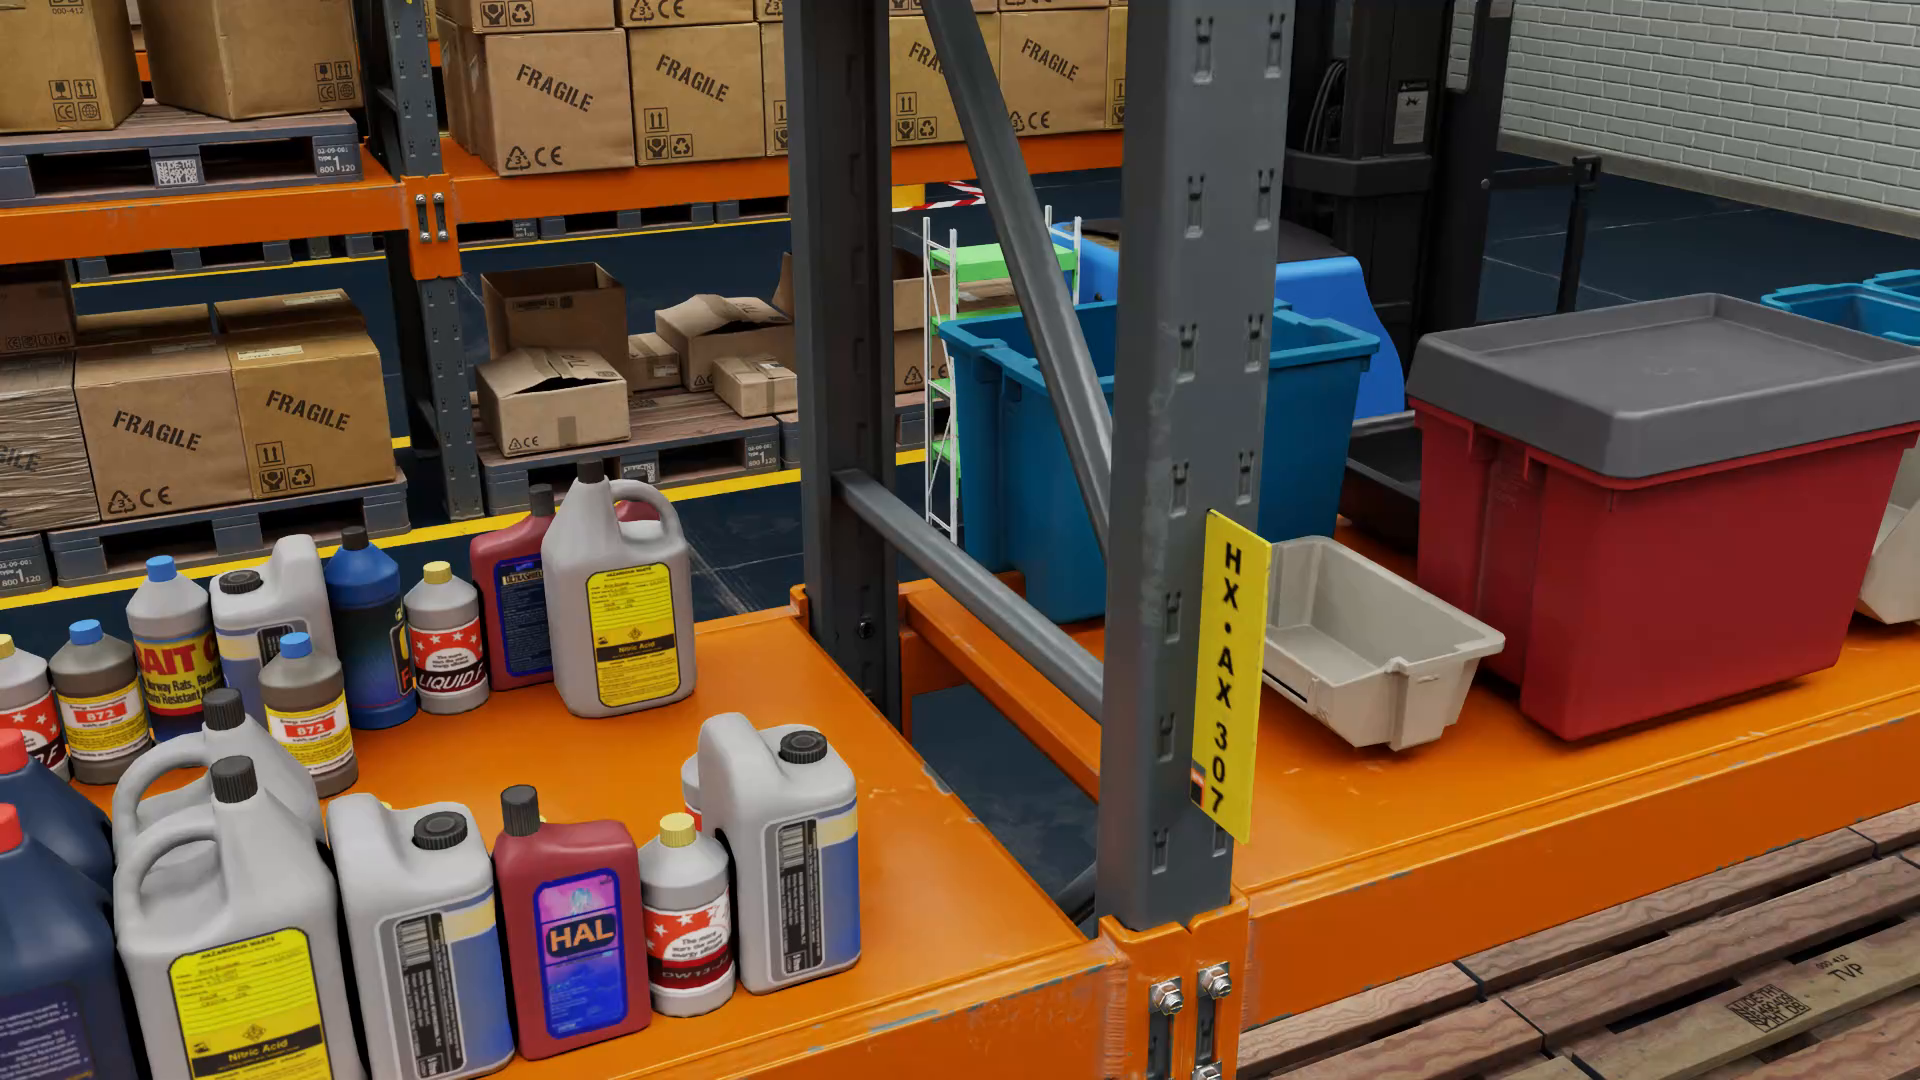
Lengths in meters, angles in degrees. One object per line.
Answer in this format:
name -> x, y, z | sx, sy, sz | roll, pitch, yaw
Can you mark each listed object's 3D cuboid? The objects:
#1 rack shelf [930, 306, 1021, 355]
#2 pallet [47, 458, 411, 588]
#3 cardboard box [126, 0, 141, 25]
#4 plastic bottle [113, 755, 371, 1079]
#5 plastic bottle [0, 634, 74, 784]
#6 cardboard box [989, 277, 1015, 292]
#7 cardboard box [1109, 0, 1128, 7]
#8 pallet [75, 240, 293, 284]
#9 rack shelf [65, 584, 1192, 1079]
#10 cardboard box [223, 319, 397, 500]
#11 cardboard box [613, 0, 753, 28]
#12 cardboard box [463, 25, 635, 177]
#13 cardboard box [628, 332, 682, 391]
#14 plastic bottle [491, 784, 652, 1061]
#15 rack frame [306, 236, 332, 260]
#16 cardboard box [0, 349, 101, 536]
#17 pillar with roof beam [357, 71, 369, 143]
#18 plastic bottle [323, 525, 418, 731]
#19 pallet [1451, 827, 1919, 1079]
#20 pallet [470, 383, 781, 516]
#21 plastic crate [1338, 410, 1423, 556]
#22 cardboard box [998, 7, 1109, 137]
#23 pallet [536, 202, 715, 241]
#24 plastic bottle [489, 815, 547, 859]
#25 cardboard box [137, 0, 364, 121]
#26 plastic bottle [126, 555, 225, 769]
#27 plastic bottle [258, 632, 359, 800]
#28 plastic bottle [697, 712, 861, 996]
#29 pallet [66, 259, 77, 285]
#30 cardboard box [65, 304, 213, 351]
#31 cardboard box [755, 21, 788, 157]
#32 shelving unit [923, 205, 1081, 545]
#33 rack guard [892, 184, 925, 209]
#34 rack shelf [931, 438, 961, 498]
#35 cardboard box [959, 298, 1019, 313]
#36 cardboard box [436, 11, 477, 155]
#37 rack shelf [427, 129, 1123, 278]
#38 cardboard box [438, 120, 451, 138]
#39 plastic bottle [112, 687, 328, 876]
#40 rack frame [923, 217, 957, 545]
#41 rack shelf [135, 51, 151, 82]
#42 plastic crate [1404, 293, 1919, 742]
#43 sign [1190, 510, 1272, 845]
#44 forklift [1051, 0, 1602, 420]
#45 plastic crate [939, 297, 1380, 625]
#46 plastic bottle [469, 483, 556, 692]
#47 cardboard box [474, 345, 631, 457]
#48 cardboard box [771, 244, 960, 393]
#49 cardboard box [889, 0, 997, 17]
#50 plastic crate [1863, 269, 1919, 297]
rack shelf -> 0.149, -0.745, 6.019 | 0.480, 0.148, 0.258 | -10, 25, -24
pallet -> -2.835, -0.196, 6.448 | 1.213, 0.211, 1.003 | -10, 25, -24
cardboard box -> -5.032, -3.280, 9.707 | 0.500, 0.500, 0.500 | -10, 25, -23
plastic bottle -> -0.660, 0.363, 1.515 | 0.185, 0.351, 0.144 | -10, 25, -24
plastic bottle -> -1.177, 0.215, 2.068 | 0.097, 0.201, 0.097 | 0, 22, 0
cardboard box -> 0.423, -1.153, 8.135 | 0.500, 0.250, 0.500 | -10, 25, -24
cardboard box -> 0.749, -2.552, 7.054 | 0.500, 0.500, 0.500 | -10, 24, -22
pallet -> -4.932, -1.897, 10.556 | 1.213, 0.211, 1.003 | -10, 25, -24
rack shelf -> -1.775, 0.739, 1.483 | 4.000, 0.370, 1.077 | -10, 25, -24
cardboard box -> -2.438, -0.500, 6.230 | 0.500, 0.500, 0.500 | -11, 25, -24
cardboard box -> -1.107, -2.208, 6.223 | 0.500, 0.500, 0.500 | -11, 25, -25
cardboard box -> -1.541, -1.669, 6.230 | 0.500, 0.500, 0.500 | -10, 24, -22
cardboard box -> -1.416, -0.794, 7.398 | 0.250, 0.149, 0.380 | -10, 25, -24
plastic bottle -> -0.377, 0.360, 1.611 | 0.133, 0.283, 0.061 | -10, 25, -24
rack frame -> -4.270, -3.339, 10.395 | 0.127, 3.000, 1.000 | -10, 25, -24
cardboard box -> -3.340, -0.338, 5.838 | 0.500, 0.500, 0.500 | -10, 25, -23
pillar with roof beam -> -2.147, -5.042, 6.664 | 0.400, 9.000, 9.100 | -10, 25, -24
plastic bottle -> -0.793, 0.112, 2.226 | 0.097, 0.271, 0.097 | 0, 22, 0
pallet -> 1.773, 1.024, 3.499 | 1.213, 0.211, 1.003 | -10, 25, -24
pallet -> -1.499, -0.458, 7.080 | 1.213, 0.211, 1.003 | -10, 25, -24
plastic crate -> 0.919, -0.104, 2.860 | 0.590, 0.125, 0.437 | -10, 25, -24
cardboard box -> 0.283, -2.006, 7.043 | 0.500, 0.500, 0.500 | -10, 25, -23
pallet -> -2.450, -2.354, 11.660 | 1.213, 0.211, 1.003 | -10, 25, -24
plastic bottle -> -0.427, 0.374, 1.685 | 0.097, 0.201, 0.097 | 0, 22, 0
cardboard box -> -2.642, -1.871, 6.169 | 0.700, 0.500, 0.500 | 21, 30, 41
plastic bottle -> -1.002, 0.151, 2.133 | 0.097, 0.271, 0.097 | 0, 22, 0
plastic bottle -> -0.814, 0.213, 2.073 | 0.097, 0.201, 0.097 | 0, 22, 0
plastic bottle -> -0.188, 0.309, 1.743 | 0.135, 0.276, 0.152 | -10, 25, -24
pallet -> -6.033, -1.693, 10.064 | 1.213, 0.211, 1.003 | -10, 25, -24
cardboard box -> -3.135, -0.592, 6.452 | 0.500, 0.500, 0.500 | -10, 25, -23
cardboard box -> -0.629, -1.838, 6.637 | 0.500, 0.500, 0.500 | -11, 25, -24
shelving unit -> 0.149, -0.582, 6.087 | 0.503, 1.200, 0.258 | -10, 25, -24
rack guard -> -0.644, -2.852, 12.485 | 0.348, 0.500, 1.175 | -10, 25, -24
rack shelf -> 0.149, -0.301, 6.203 | 0.480, 0.148, 0.258 | -10, 25, -24
cardboard box -> 0.234, -0.907, 7.538 | 0.500, 0.250, 0.500 | -10, 25, -24
cardboard box -> -1.779, -1.850, 6.667 | 0.500, 0.500, 0.500 | -10, 25, -23
rack shelf -> -0.316, -1.632, 7.211 | 4.000, 0.370, 1.077 | -10, 25, -24
cardboard box -> -3.552, -2.467, 11.007 | 0.500, 0.500, 0.700 | -10, 25, -23
plastic bottle -> -0.722, 0.313, 1.635 | 0.185, 0.351, 0.144 | -10, 25, -24
rack frame -> -0.071, -0.541, 5.989 | 0.015, 1.200, 0.240 | -10, 25, -24
rack shelf -> -6.072, -2.675, 9.731 | 4.000, 0.370, 1.077 | -10, 25, -24
plastic crate -> 0.940, -0.044, 2.272 | 0.583, 0.464, 0.402 | -10, 25, -24
sign -> 0.264, 0.137, 1.635 | 0.005, 0.325, 0.100 | -10, 25, -24
forklift -> 1.856, -1.633, 6.363 | 3.031, 2.935, 1.130 | -9, 24, -22
plastic crate -> 0.300, -0.140, 2.609 | 0.575, 0.384, 0.392 | -10, 25, -24
plastic bottle -> -0.609, 0.065, 2.324 | 0.133, 0.283, 0.061 | -10, 25, -24
cardboard box -> -1.646, -0.589, 6.690 | 0.500, 0.311, 0.500 | -10, 25, -24
cardboard box -> -0.427, -0.996, 7.422 | 0.637, 0.503, 0.797 | -10, 25, -24
cardboard box -> -0.178, -2.379, 6.637 | 0.500, 0.500, 0.500 | -10, 24, -22
plastic crate -> 2.079, -0.393, 3.418 | 0.300, 0.233, 0.416 | -10, 25, -24
